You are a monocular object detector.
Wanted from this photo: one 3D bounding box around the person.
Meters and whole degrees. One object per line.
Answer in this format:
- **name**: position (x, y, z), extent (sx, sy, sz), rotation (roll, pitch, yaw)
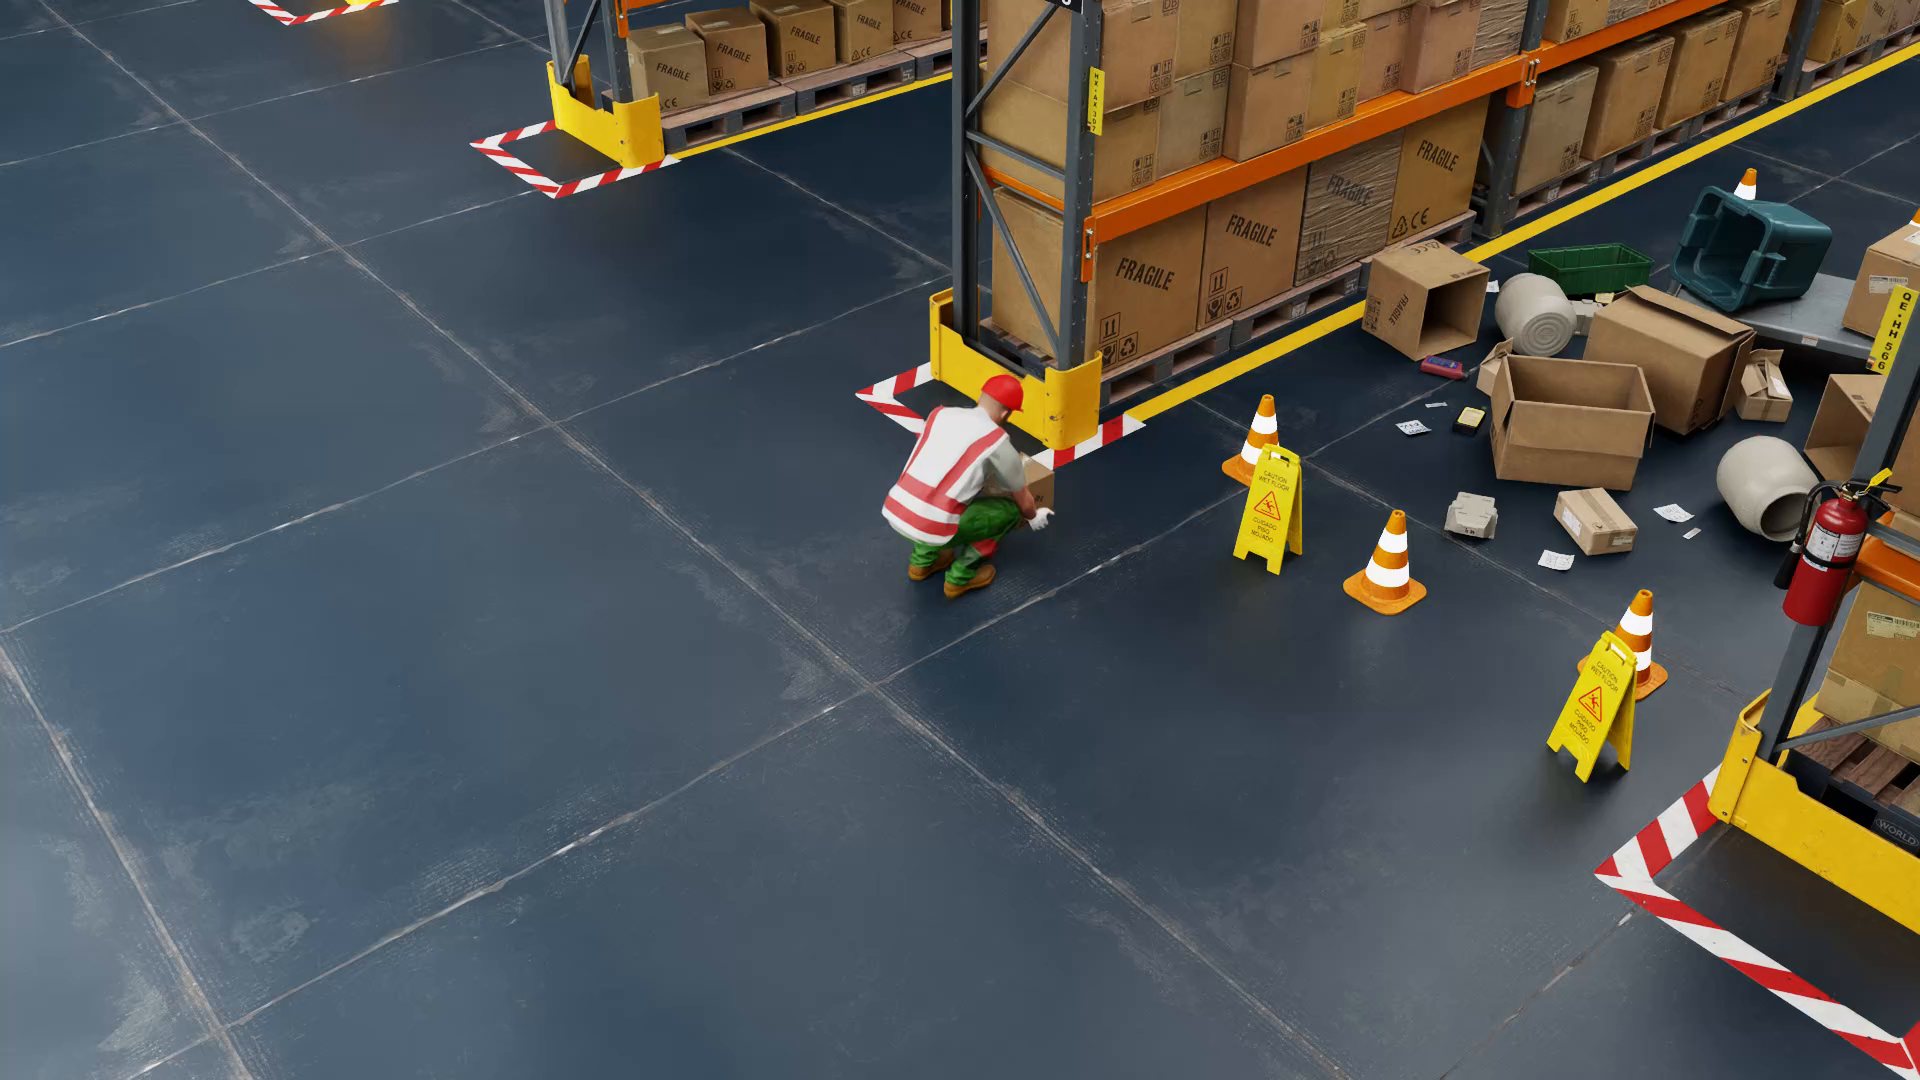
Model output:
- **person**: position (0.018, -0.266, 8.122), extent (0.884, 0.991, 0.567), rotation (-26, 43, -32)
